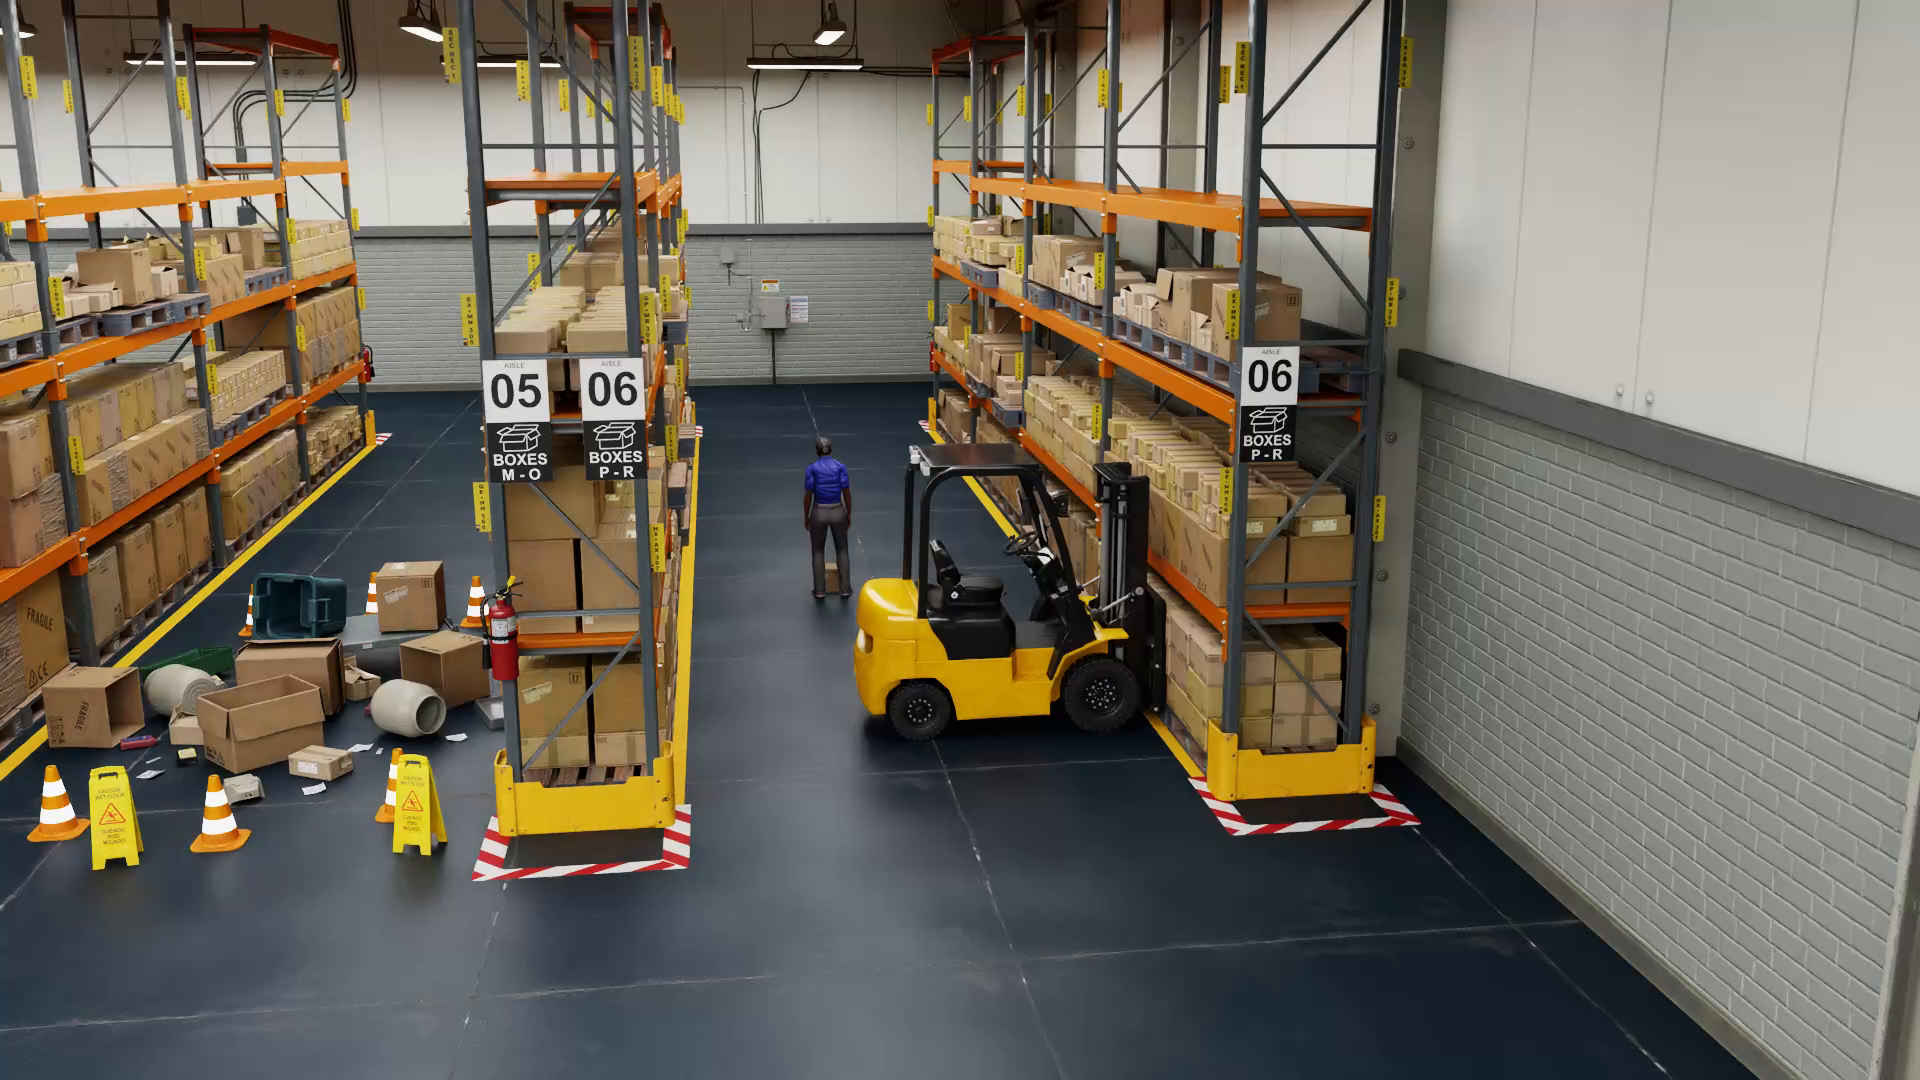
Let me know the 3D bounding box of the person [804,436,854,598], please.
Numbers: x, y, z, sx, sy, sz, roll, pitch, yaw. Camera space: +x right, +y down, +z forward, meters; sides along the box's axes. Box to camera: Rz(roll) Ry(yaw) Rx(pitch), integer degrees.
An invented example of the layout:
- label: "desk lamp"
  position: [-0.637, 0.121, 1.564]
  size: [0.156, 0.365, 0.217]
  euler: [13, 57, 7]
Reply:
- label: "person"
  position: [-1.341, -0.233, 16.987]
  size: [0.515, 1.653, 0.349]
  euler: [-3, 14, -11]
